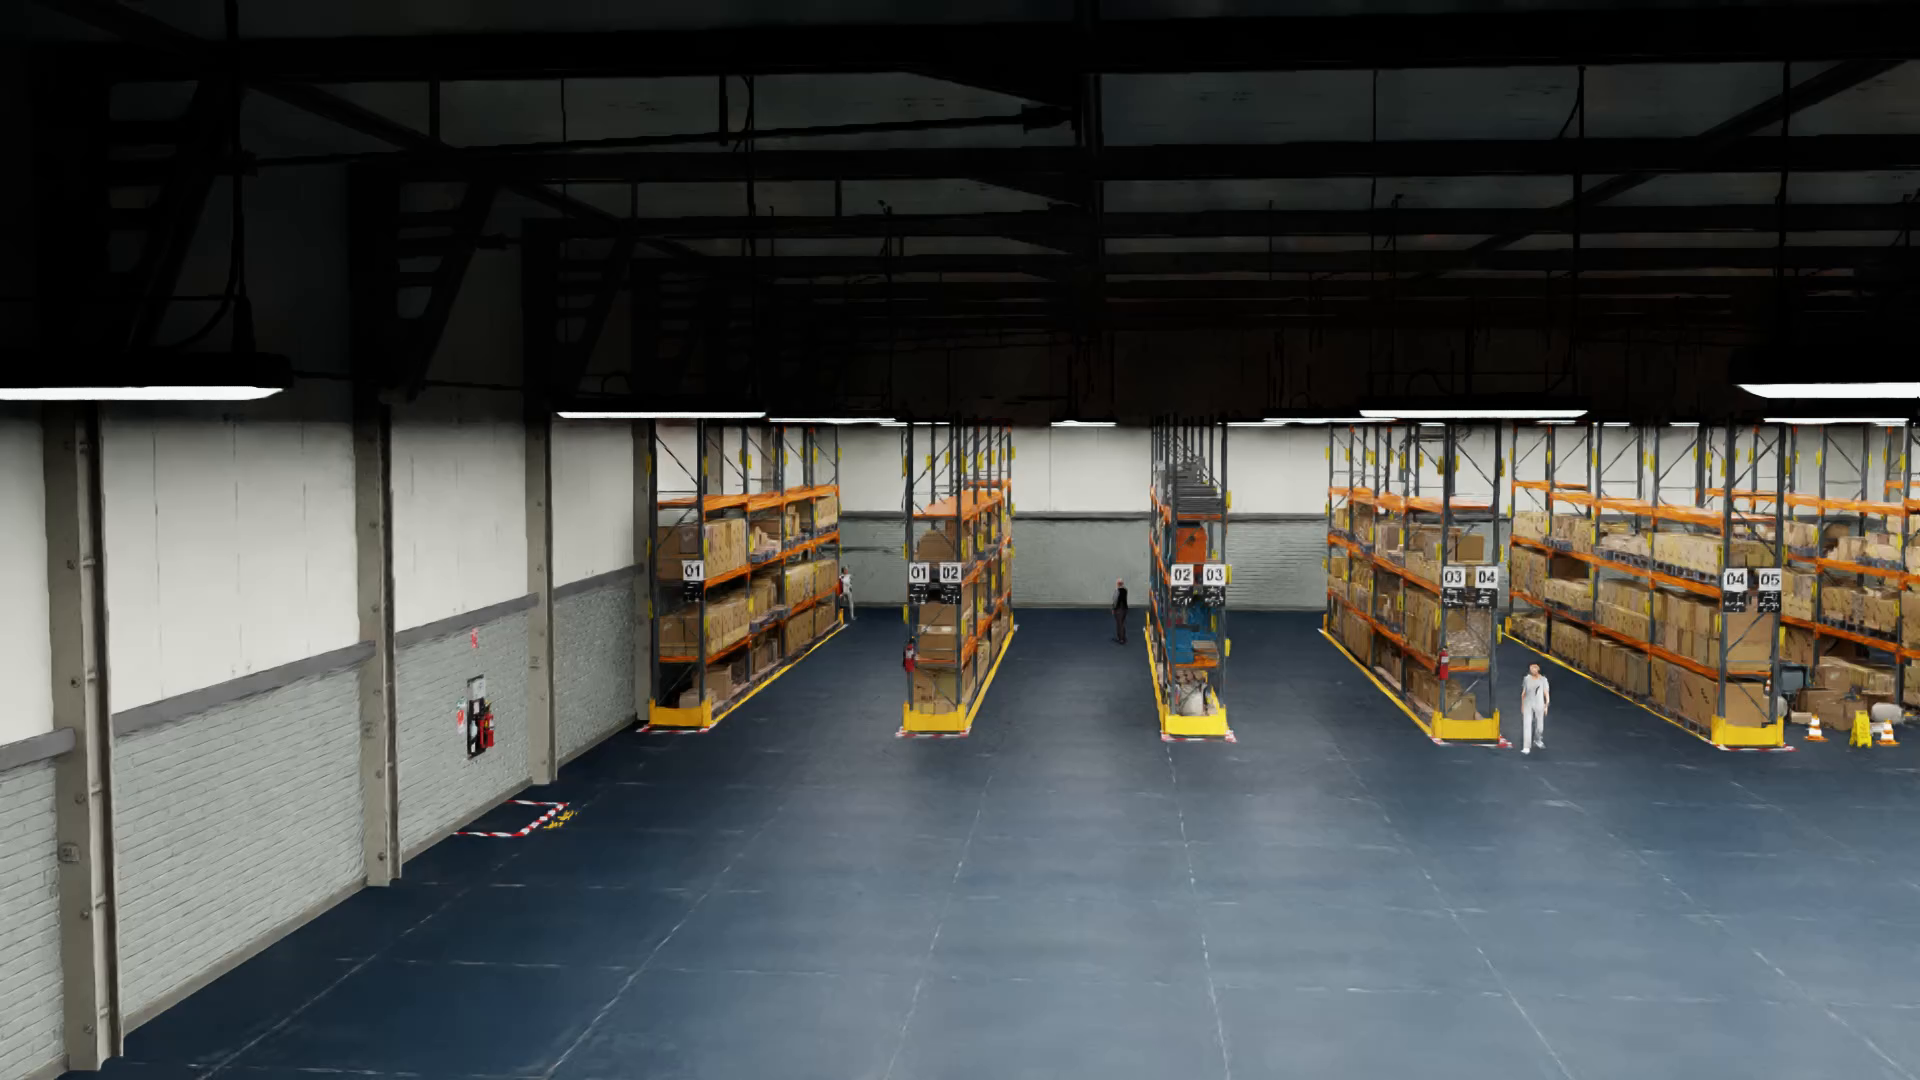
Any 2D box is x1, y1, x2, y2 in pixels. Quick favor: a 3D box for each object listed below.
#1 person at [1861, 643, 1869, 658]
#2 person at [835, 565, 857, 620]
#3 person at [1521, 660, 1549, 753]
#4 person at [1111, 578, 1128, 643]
[{"bbox_3d":[21.763,2.103,40.313,0.577,1.784,0.655,3,5,37],"label":"person"},{"bbox_3d":[-3.451,1.554,49.656,0.542,1.645,0.892,-2,4,-22],"label":"person"},{"bbox_3d":[10.173,2.927,29.423,0.461,1.622,0.926,1,4,21],"label":"person"},{"bbox_3d":[4.237,1.871,44.281,0.569,1.718,0.627,3,5,35],"label":"person"}]
